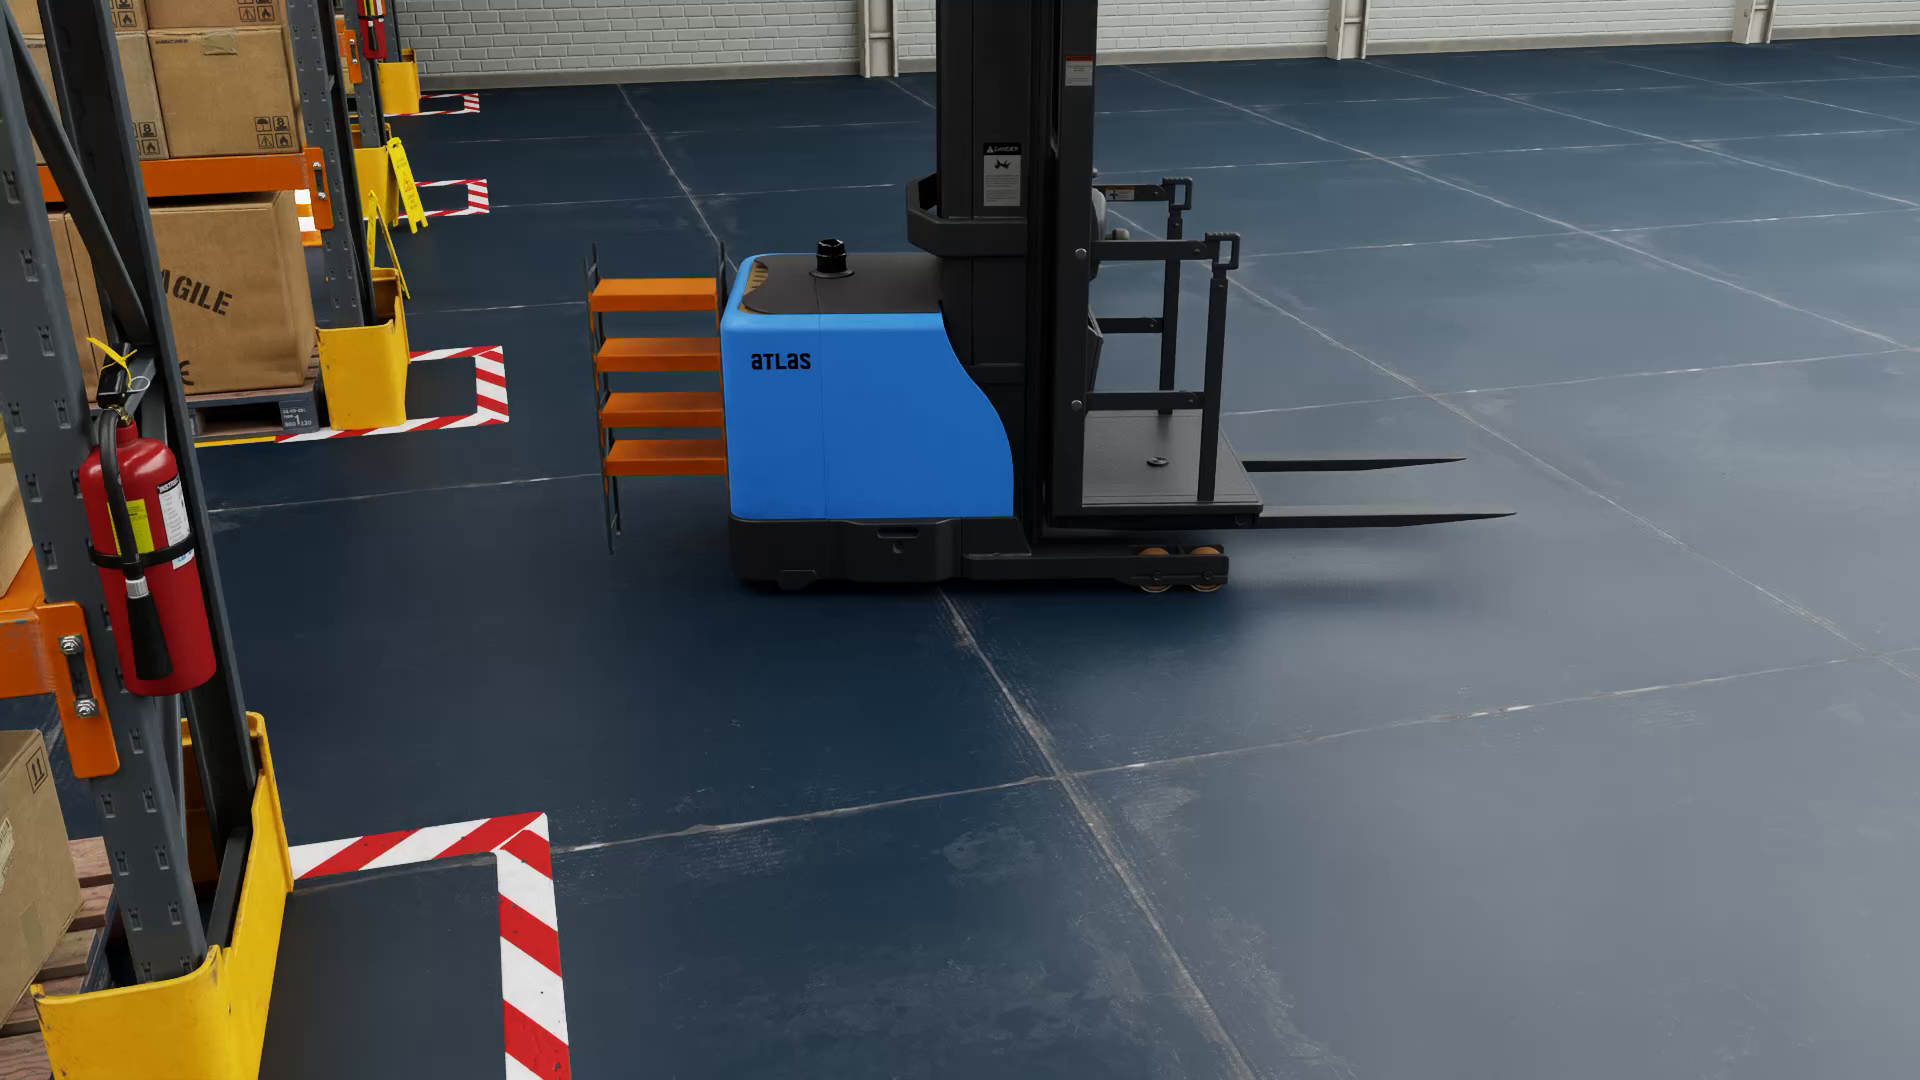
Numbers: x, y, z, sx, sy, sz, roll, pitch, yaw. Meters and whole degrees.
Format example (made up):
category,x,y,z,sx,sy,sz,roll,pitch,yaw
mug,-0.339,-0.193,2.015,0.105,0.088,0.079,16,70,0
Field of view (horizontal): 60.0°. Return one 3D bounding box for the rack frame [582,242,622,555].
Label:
category,x,y,z,sx,sy,sz,roll,pitch,yaw
rack frame,-1.394,-0.539,6.485,0.015,1.200,0.240,-1,23,-2

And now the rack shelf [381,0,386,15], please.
category,x,y,z,sx,sy,sz,roll,pitch,yaw
rack shelf,-7.732,-5.340,16.303,4.000,0.370,1.077,-6,24,-14

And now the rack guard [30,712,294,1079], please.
category,x,y,z,sx,sy,sz,roll,pitch,yaw
rack guard,-1.858,0.920,3.972,0.348,0.500,1.175,-6,24,-14

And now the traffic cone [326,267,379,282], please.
category,x,y,z,sx,sy,sz,roll,pitch,yaw
traffic cone,-3.900,-1.913,10.621,0.334,0.463,0.336,-6,24,-14

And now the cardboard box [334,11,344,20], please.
category,x,y,z,sx,sy,sz,roll,pitch,yaw
cardboard box,-6.165,-5.105,16.530,0.500,0.250,0.500,-5,24,-13

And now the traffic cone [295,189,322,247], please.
category,x,y,z,sx,sy,sz,roll,pitch,yaw
traffic cone,-4.527,-2.298,11.519,0.334,0.463,0.336,-6,24,-14

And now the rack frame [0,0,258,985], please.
category,x,y,z,sx,sy,sz,roll,pitch,yaw
rack frame,-1.785,-0.237,3.498,0.127,3.000,1.000,-6,24,-14

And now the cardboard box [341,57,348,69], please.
category,x,y,z,sx,sy,sz,roll,pitch,yaw
cardboard box,-6.191,-4.872,16.621,0.500,0.250,0.500,-7,24,-15

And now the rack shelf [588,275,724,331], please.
category,x,y,z,sx,sy,sz,roll,pitch,yaw
rack shelf,-1.150,-0.904,6.339,0.480,0.148,0.258,-1,23,-2

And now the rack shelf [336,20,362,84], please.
category,x,y,z,sx,sy,sz,roll,pitch,yaw
rack shelf,-6.388,-3.456,11.912,4.000,0.370,1.077,-6,24,-14

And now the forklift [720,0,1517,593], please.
category,x,y,z,sx,sy,sz,roll,pitch,yaw
forklift,0.630,-1.356,6.194,3.031,2.935,1.130,-1,23,-2

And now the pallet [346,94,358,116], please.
category,x,y,z,sx,sy,sz,roll,pitch,yaw
pallet,-6.531,-4.505,16.981,1.213,0.211,1.003,-6,24,-14

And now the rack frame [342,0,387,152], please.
category,x,y,z,sx,sy,sz,roll,pitch,yaw
rack frame,-4.462,-3.999,12.267,0.127,3.000,1.000,-6,24,-14

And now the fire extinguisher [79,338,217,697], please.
category,x,y,z,sx,sy,sz,roll,pitch,yaw
fire extinguisher,-1.550,-0.039,3.134,0.183,0.674,0.296,-6,24,-14

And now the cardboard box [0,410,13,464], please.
category,x,y,z,sx,sy,sz,roll,pitch,yaw
cardboard box,-2.124,-0.182,3.688,0.250,0.149,0.380,-6,24,-14

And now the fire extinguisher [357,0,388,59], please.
category,x,y,z,sx,sy,sz,roll,pitch,yaw
fire extinguisher,-4.227,-3.801,11.903,0.183,0.674,0.296,-6,24,-14

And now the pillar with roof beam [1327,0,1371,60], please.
category,x,y,z,sx,sy,sz,roll,pitch,yaw
pillar with roof beam,5.997,-8.552,15.269,0.400,9.000,9.100,-6,24,-14

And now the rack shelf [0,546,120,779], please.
category,x,y,z,sx,sy,sz,roll,pitch,yaw
rack shelf,-3.711,0.307,3.144,4.000,0.370,1.077,-6,24,-14

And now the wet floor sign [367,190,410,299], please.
category,x,y,z,sx,sy,sz,roll,pitch,yaw
wet floor sign,-3.534,-1.804,10.135,0.232,0.644,0.267,-11,25,-23

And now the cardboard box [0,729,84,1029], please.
category,x,y,z,sx,sy,sz,roll,pitch,yaw
cardboard box,-2.391,0.779,3.768,0.500,0.500,0.500,-2,23,-5

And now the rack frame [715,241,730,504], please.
category,x,y,z,sx,sy,sz,roll,pitch,yaw
rack frame,-0.906,-0.547,6.502,0.015,1.200,0.240,-1,23,-2

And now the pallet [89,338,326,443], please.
category,x,y,z,sx,sy,sz,roll,pitch,yaw
pallet,-3.776,-0.735,8.194,1.213,0.211,1.003,-6,24,-14

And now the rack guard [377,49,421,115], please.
category,x,y,z,sx,sy,sz,roll,pitch,yaw
rack guard,-5.783,-4.737,17.157,0.348,0.500,1.175,-6,24,-14

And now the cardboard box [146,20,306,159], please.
category,x,y,z,sx,sy,sz,roll,pitch,yaw
cardboard box,-3.373,-2.143,7.750,0.550,0.550,0.875,-6,24,-14

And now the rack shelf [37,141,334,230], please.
category,x,y,z,sx,sy,sz,roll,pitch,yaw
rack shelf,-4.953,-1.587,7.557,4.000,0.370,1.077,-6,24,-14

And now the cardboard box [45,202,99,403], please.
category,x,y,z,sx,sy,sz,roll,pitch,yaw
cardboard box,-4.509,-1.156,7.801,0.875,0.875,0.875,-7,24,-15

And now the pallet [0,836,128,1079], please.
category,x,y,z,sx,sy,sz,roll,pitch,yaw
pallet,-2.650,1.126,3.859,1.213,0.211,1.003,-6,24,-14

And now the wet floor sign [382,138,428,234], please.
category,x,y,z,sx,sy,sz,roll,pitch,yaw
wet floor sign,-3.990,-2.531,11.831,0.232,0.644,0.267,2,23,4

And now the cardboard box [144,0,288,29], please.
category,x,y,z,sx,sy,sz,roll,pitch,yaw
cardboard box,-3.395,-2.671,7.612,0.550,0.550,0.875,-6,24,-14

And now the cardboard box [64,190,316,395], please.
category,x,y,z,sx,sy,sz,roll,pitch,yaw
cardboard box,-3.663,-1.250,8.021,0.875,0.875,0.875,-6,24,-14

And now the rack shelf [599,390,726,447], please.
category,x,y,z,sx,sy,sz,roll,pitch,yaw
rack shelf,-1.150,-0.481,6.520,0.480,0.148,0.258,-1,23,-2

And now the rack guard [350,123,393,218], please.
category,x,y,z,sx,sy,sz,roll,pitch,yaw
rack guard,-4.535,-2.843,12.741,0.348,0.500,1.175,-6,24,-14

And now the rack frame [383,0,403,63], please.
category,x,y,z,sx,sy,sz,roll,pitch,yaw
rack frame,-5.806,-5.884,16.658,0.127,3.000,1.000,-6,24,-14

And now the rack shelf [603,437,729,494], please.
category,x,y,z,sx,sy,sz,roll,pitch,yaw
rack shelf,-1.150,-0.299,6.599,0.480,0.148,0.258,-1,23,-2

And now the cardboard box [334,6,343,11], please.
category,x,y,z,sx,sy,sz,roll,pitch,yaw
cardboard box,-6.320,-5.293,16.968,0.500,0.250,0.500,-7,24,-15

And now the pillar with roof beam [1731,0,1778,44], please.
category,x,y,z,sx,sy,sz,roll,pitch,yaw
pillar with roof beam,11.774,-9.191,16.759,0.400,9.000,9.100,-6,24,-14

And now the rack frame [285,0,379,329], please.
category,x,y,z,sx,sy,sz,roll,pitch,yaw
rack frame,-3.027,-2.131,7.912,0.127,3.000,1.000,-6,24,-14

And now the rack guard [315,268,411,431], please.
category,x,y,z,sx,sy,sz,roll,pitch,yaw
rack guard,-3.004,-0.985,8.411,0.348,0.500,1.175,-6,24,-14

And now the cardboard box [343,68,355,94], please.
category,x,y,z,sx,sy,sz,roll,pitch,yaw
cardboard box,-6.173,-4.643,16.721,0.500,0.250,0.500,-6,24,-14

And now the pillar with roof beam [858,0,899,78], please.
category,x,y,z,sx,sy,sz,roll,pitch,yaw
pillar with roof beam,0.220,-7.913,13.780,0.400,9.000,9.100,-6,24,-14

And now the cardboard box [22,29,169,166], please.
category,x,y,z,sx,sy,sz,roll,pitch,yaw
cardboard box,-3.896,-2.076,7.594,0.550,0.550,0.875,-6,24,-14

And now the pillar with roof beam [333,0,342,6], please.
category,x,y,z,sx,sy,sz,roll,pitch,yaw
pillar with roof beam,-5.557,-7.274,12.290,0.400,9.000,9.100,-6,24,-14

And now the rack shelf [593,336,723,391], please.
category,x,y,z,sx,sy,sz,roll,pitch,yaw
rack shelf,-1.150,-0.687,6.432,0.480,0.148,0.258,-1,23,-2

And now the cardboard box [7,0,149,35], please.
category,x,y,z,sx,sy,sz,roll,pitch,yaw
cardboard box,-3.900,-2.578,7.394,0.550,0.550,0.875,-6,24,-14

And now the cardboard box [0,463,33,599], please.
category,x,y,z,sx,sy,sz,roll,pitch,yaw
cardboard box,-2.004,-0.013,3.294,0.250,0.149,0.380,-6,24,-14

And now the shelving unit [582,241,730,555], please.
category,x,y,z,sx,sy,sz,roll,pitch,yaw
shelving unit,-1.150,-0.543,6.494,0.503,1.200,0.258,-1,23,-2
